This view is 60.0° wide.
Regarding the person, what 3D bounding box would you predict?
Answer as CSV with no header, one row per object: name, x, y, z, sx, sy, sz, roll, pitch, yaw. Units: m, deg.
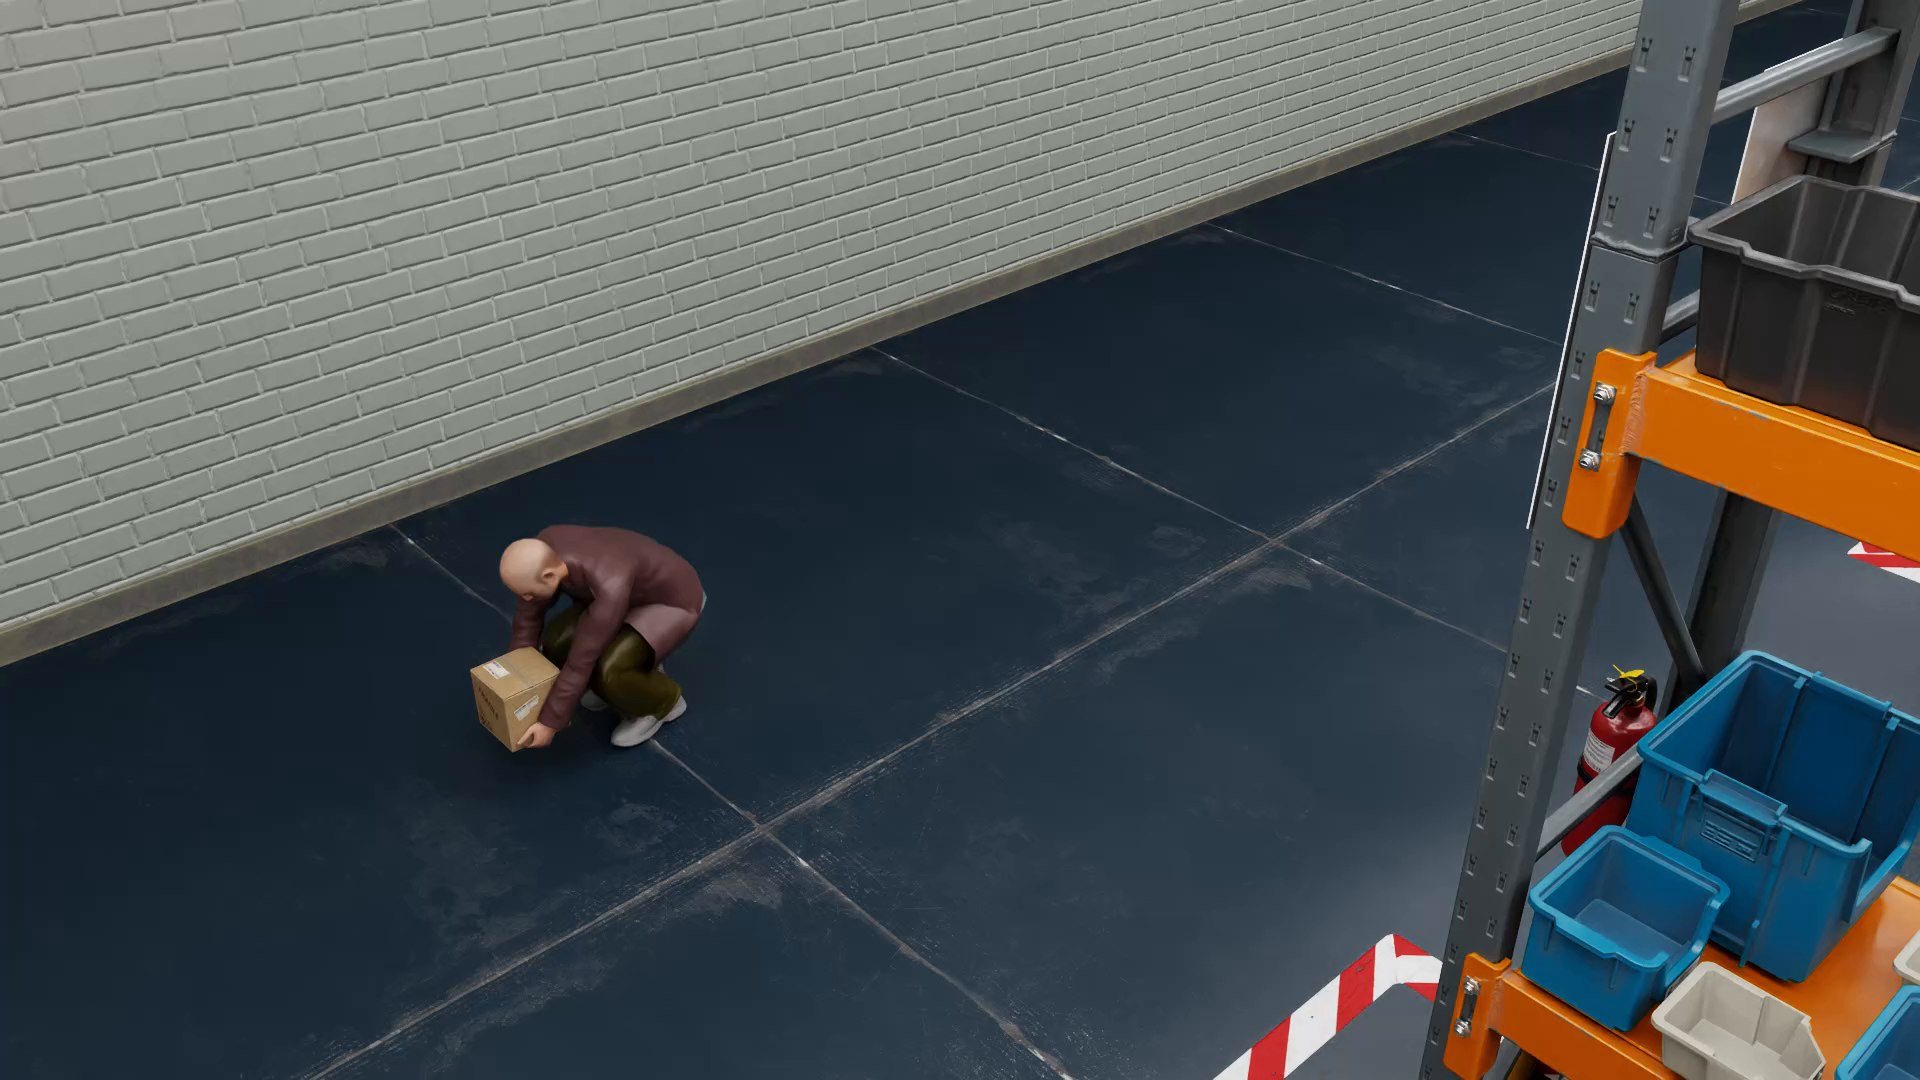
person,-1.396,0.317,6.378,0.928,1.004,0.578,-27,40,-36
